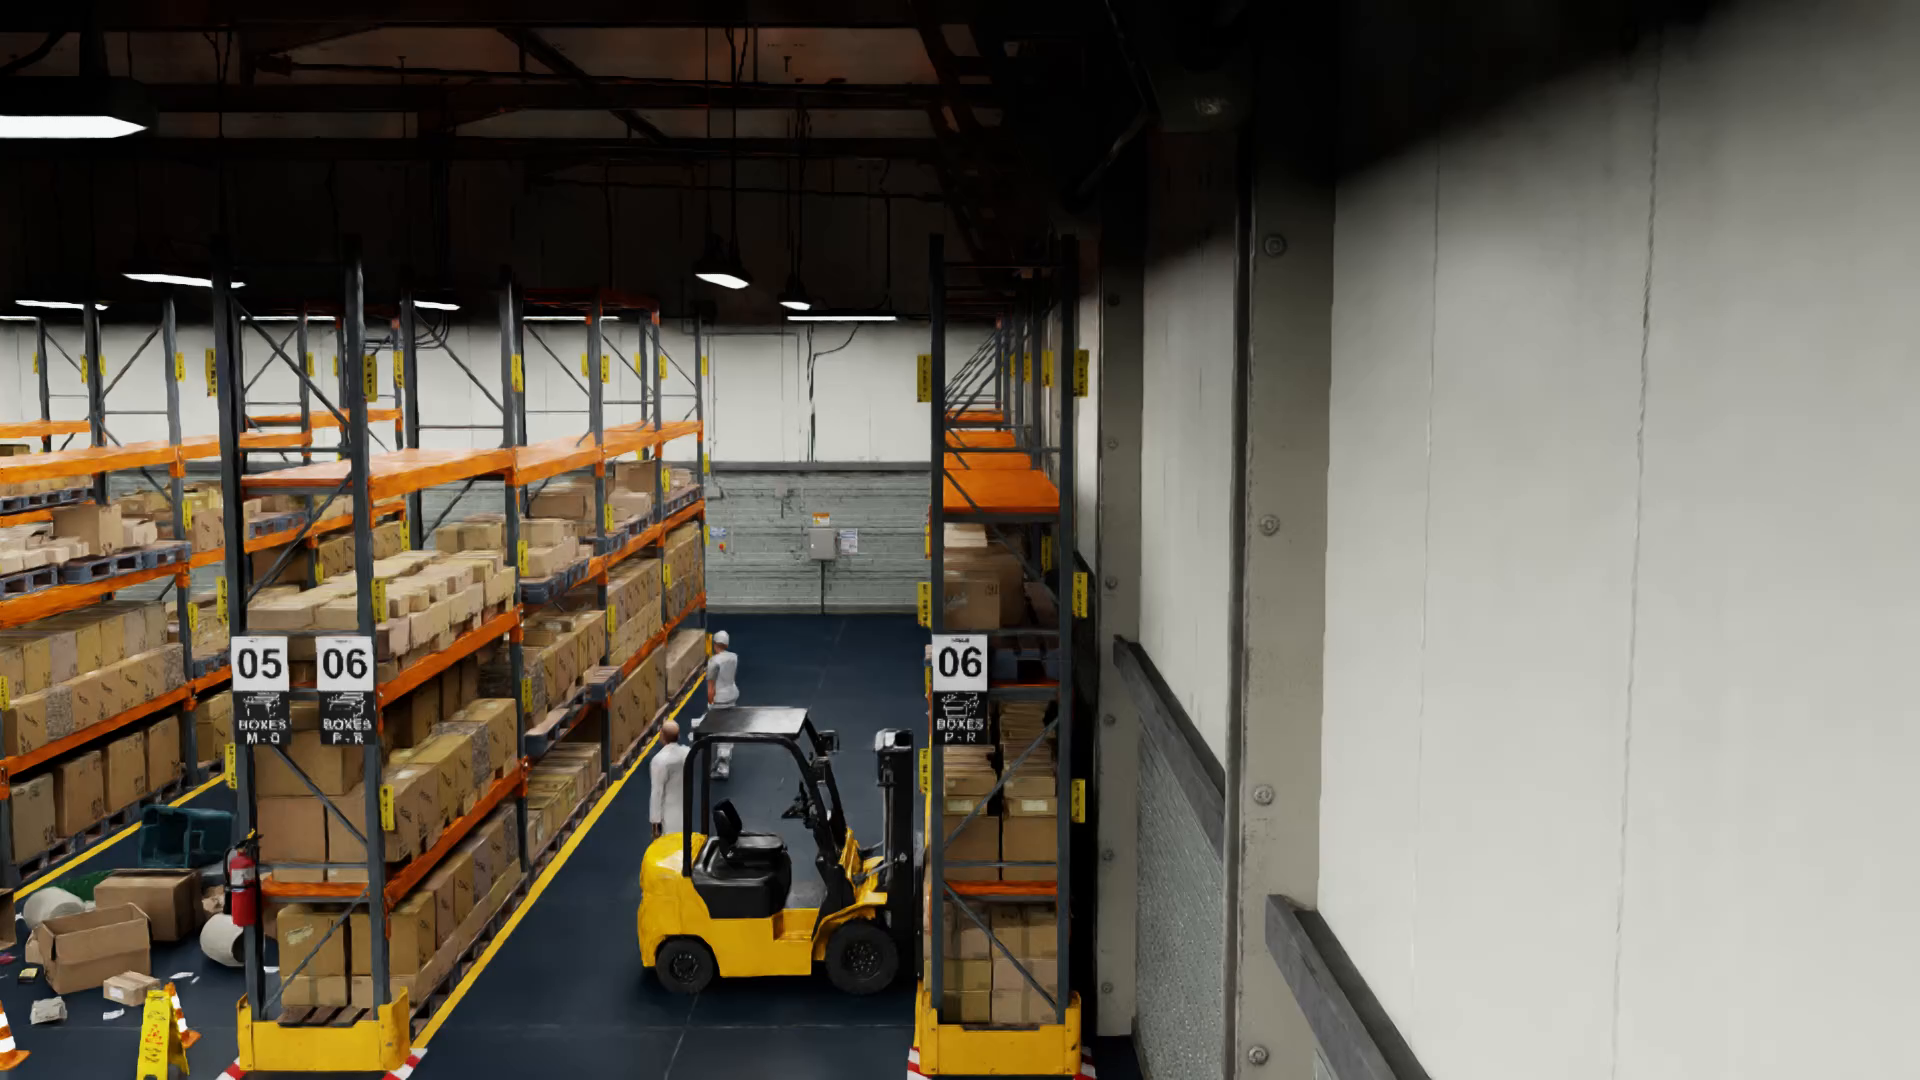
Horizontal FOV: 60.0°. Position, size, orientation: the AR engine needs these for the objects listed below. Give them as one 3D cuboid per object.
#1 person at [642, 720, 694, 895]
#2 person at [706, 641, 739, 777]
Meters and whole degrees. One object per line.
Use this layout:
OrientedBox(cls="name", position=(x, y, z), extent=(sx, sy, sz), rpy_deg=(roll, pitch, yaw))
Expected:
OrientedBox(cls="person", position=(-2.761, 2.558, 15.546), extent=(0.605, 1.781, 0.678), rpy_deg=(3, 7, 24))
OrientedBox(cls="person", position=(-2.990, 2.021, 20.522), extent=(0.494, 1.741, 0.606), rpy_deg=(4, 7, 29))
